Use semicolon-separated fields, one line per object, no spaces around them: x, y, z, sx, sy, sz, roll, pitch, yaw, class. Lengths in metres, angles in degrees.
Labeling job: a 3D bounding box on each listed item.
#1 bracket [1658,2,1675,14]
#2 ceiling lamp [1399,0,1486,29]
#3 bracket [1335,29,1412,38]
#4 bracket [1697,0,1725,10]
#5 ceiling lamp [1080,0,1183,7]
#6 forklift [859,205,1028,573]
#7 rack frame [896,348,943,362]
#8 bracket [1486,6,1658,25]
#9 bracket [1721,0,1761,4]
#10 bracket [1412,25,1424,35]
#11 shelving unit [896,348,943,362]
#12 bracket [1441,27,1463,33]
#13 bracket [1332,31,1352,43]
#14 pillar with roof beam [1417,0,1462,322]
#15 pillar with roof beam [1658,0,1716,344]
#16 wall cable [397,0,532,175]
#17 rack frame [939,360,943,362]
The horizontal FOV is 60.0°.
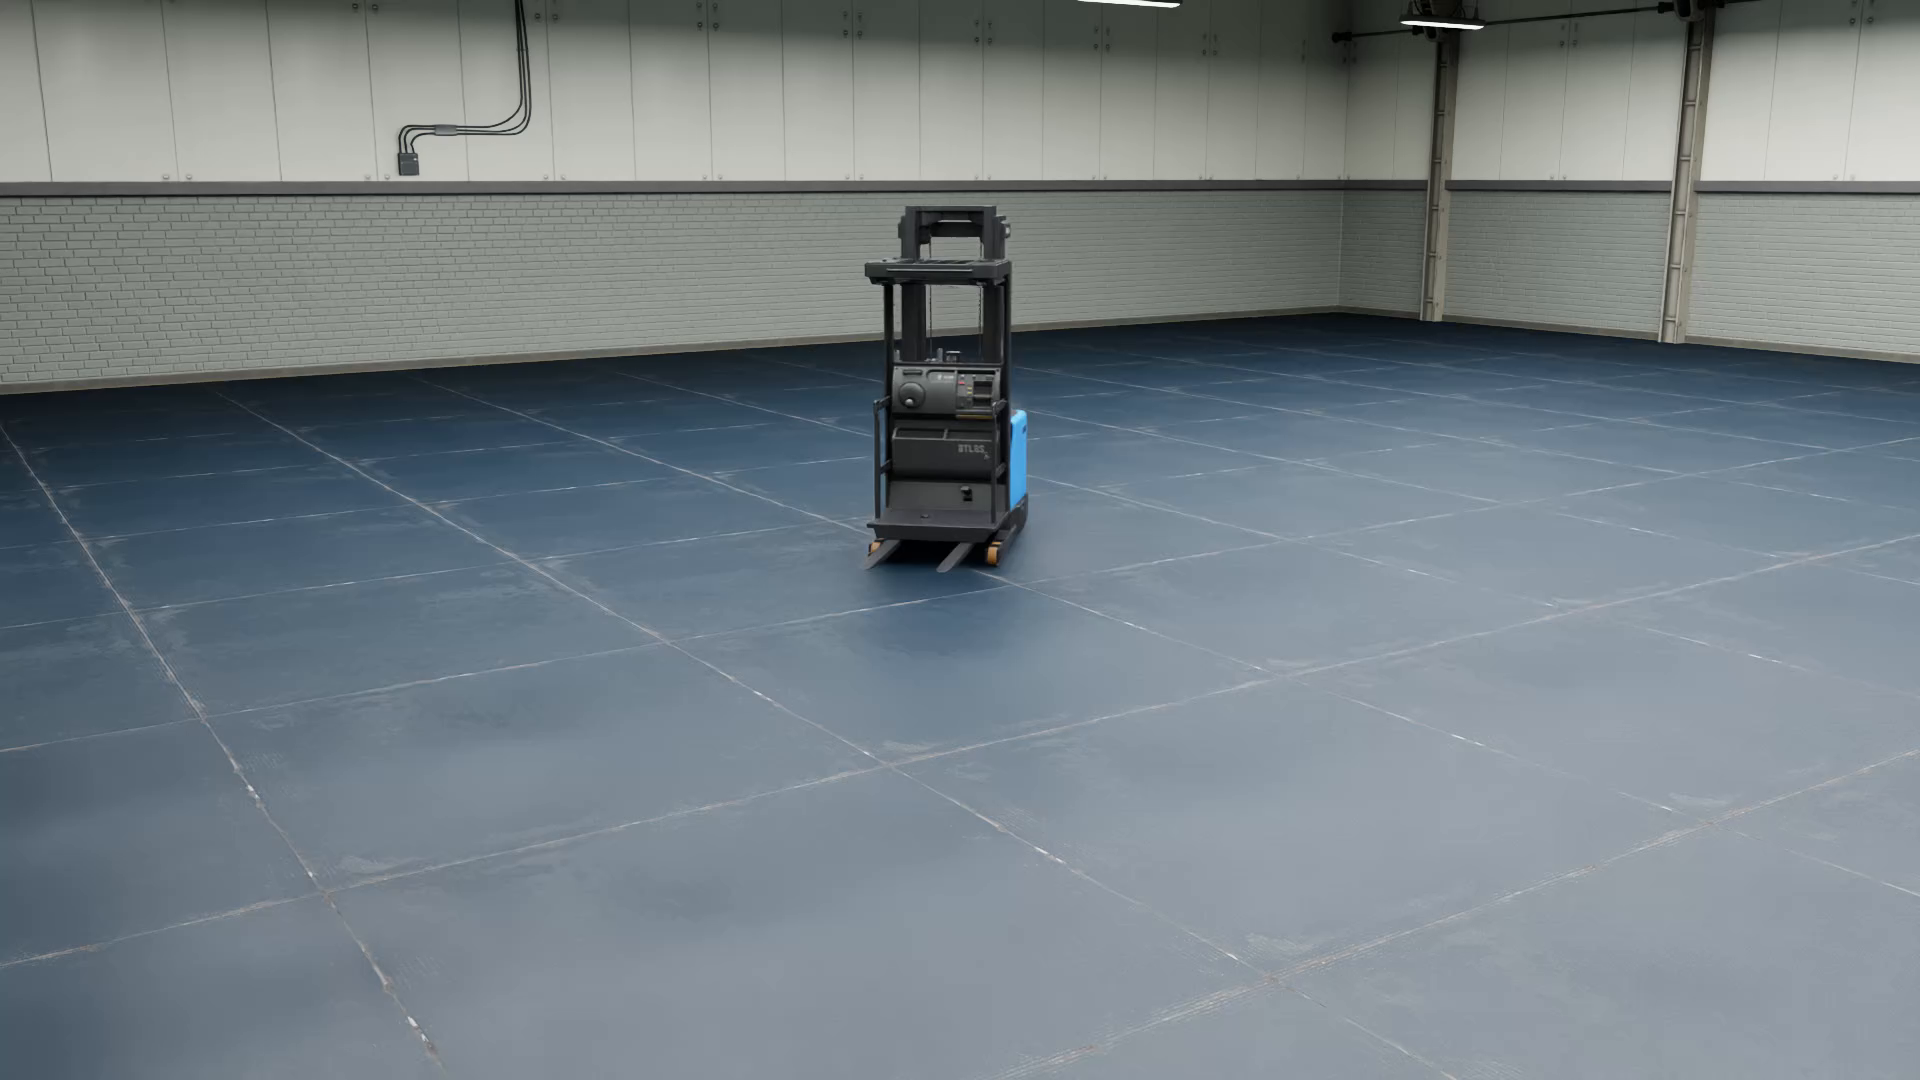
13.405;-10.056;31.354;0.235;0.232;0.430;-8;15;-33;bracket
8.617;-10.910;30.022;2.000;3.185;0.800;-8;15;-33;ceiling lamp
9.095;-11.439;37.681;0.076;0.066;3.189;-8;15;-33;bracket
13.865;-9.908;30.679;0.235;0.232;0.430;-8;15;-33;bracket
2.507;-10.041;26.049;2.000;3.185;0.800;-8;15;-33;ceiling lamp
-0.155;-1.298;13.937;1.130;2.935;3.031;2;13;11;forklift
-0.404;-1.155;16.632;0.500;1.500;0.032;-6;14;-25;rack frame
11.968;-10.517;33.464;0.076;0.066;4.783;-8;15;-33;bracket
15.292;-9.450;28.584;0.076;0.066;4.783;-8;15;-33;bracket
10.080;-11.123;36.234;0.235;0.232;0.430;-8;15;-33;bracket
-0.184;-1.057;16.184;0.538;1.500;1.048;-6;14;-25;shelving unit
10.540;-10.975;35.559;0.235;0.232;0.430;-8;15;-33;bracket
8.767;-11.544;38.161;0.235;0.232;0.430;-8;15;-33;bracket
7.022;-8.823;34.143;9.100;9.000;0.548;-8;15;-33;pillar with roof beam
10.346;-7.756;29.264;9.100;9.000;0.548;-8;15;-33;pillar with roof beam
-8.237;-9.067;27.297;2.305;6.003;0.169;-8;15;-33;wall cable
0.035;-0.959;15.737;0.500;1.500;0.032;-6;14;-25;rack frame
